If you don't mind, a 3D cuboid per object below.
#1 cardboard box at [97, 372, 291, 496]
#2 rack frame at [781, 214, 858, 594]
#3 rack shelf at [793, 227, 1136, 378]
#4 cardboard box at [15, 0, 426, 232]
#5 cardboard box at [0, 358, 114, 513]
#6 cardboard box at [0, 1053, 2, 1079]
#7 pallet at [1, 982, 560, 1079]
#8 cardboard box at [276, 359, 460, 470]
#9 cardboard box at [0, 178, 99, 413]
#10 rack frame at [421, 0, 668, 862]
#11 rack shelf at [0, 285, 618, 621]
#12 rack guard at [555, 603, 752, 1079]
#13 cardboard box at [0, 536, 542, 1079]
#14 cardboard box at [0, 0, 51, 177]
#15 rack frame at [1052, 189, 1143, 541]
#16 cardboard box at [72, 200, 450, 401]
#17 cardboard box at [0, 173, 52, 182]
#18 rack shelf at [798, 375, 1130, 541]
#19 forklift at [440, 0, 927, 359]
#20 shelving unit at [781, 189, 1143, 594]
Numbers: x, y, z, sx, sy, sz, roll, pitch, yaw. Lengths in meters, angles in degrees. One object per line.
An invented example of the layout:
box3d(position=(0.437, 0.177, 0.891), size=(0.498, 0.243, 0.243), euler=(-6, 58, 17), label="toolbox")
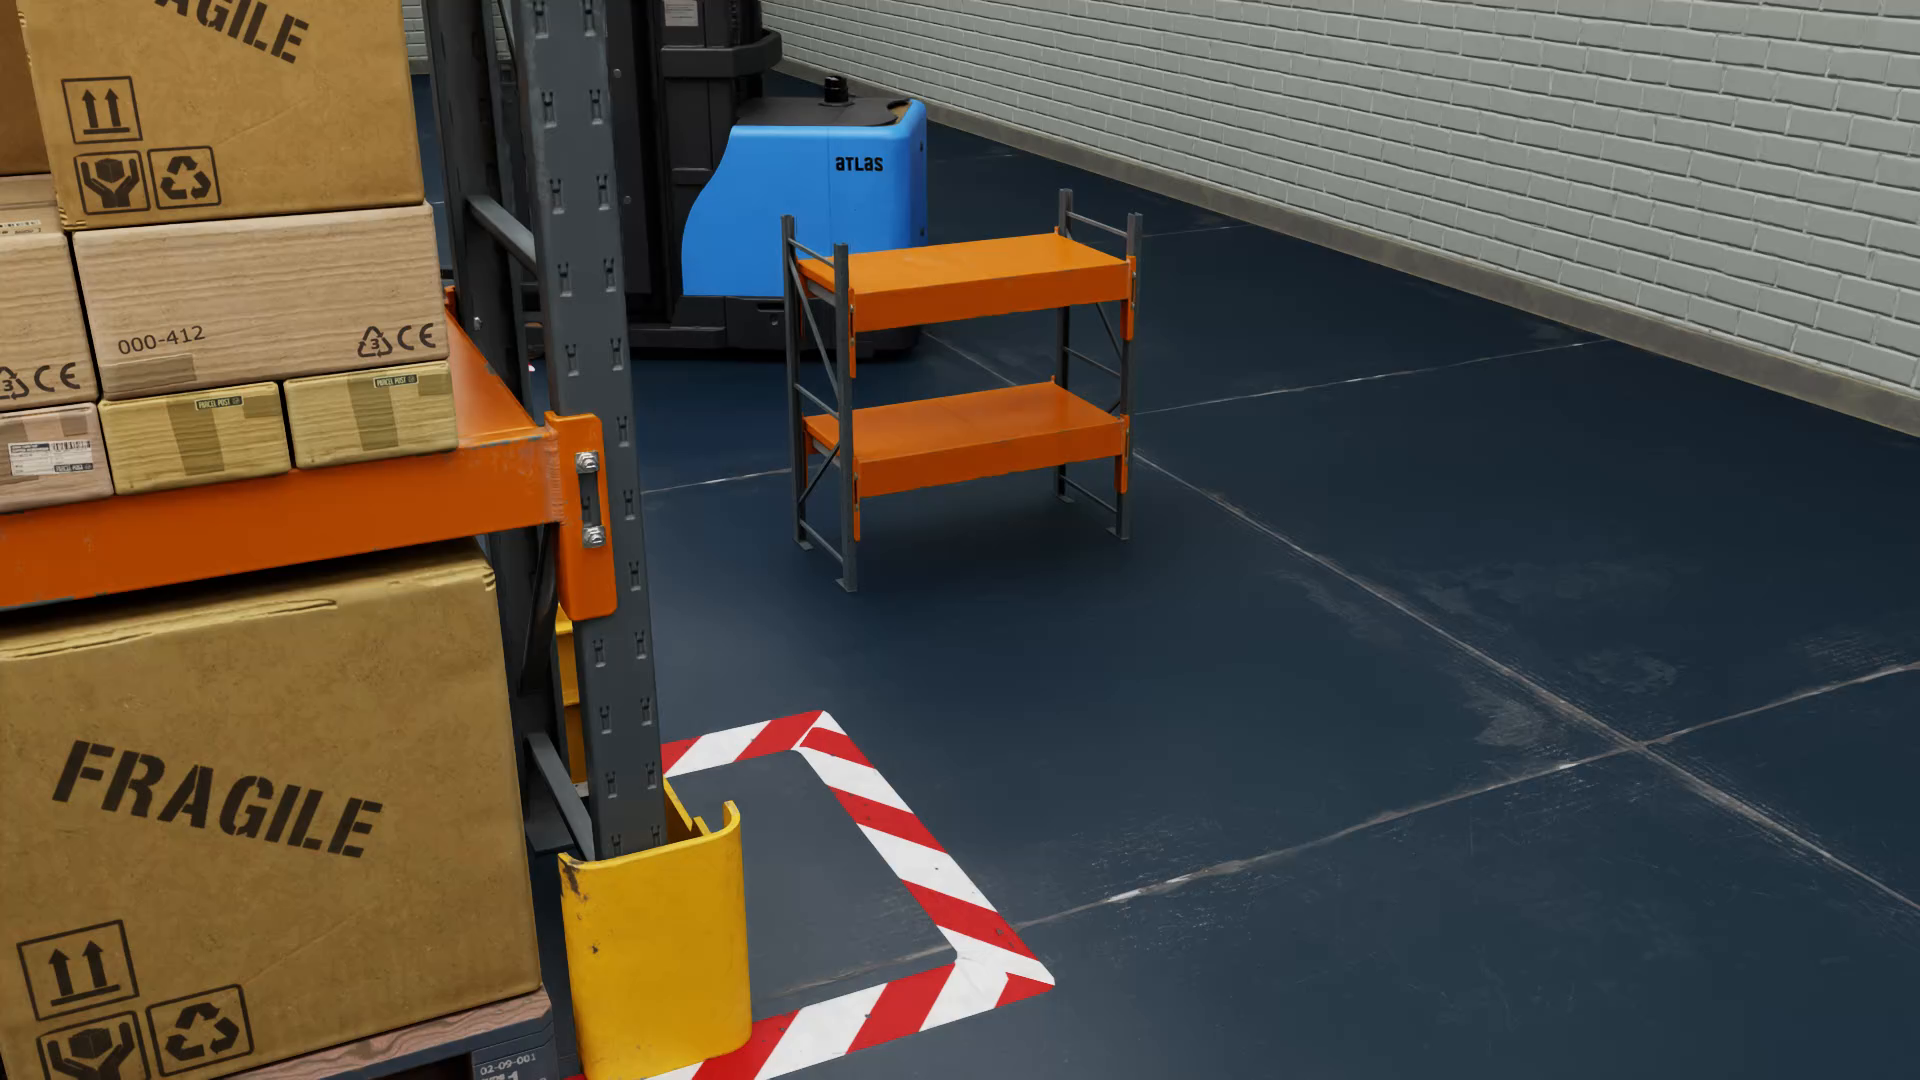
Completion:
box3d(position=(-1.238, -0.218, 2.682), size=(0.250, 0.149, 0.380), euler=(-10, 25, -23), label="cardboard box")
box3d(position=(-0.452, -0.437, 5.334), size=(0.032, 1.125, 0.500), euler=(-10, 25, -24), label="rack frame")
box3d(position=(0.006, -0.791, 5.426), size=(1.000, 0.278, 0.538), euler=(-10, 25, -24), label="rack shelf")
box3d(position=(-1.151, -0.793, 2.571), size=(0.500, 0.500, 0.500), euler=(-10, 25, -23), label="cardboard box")
box3d(position=(-1.466, -0.176, 2.582), size=(0.250, 0.149, 0.380), euler=(-10, 25, -23), label="cardboard box")
box3d(position=(-2.188, 0.523, 2.795), size=(0.875, 0.875, 0.875), euler=(-10, 25, -24), label="cardboard box")
box3d(position=(-1.513, 0.898, 3.304), size=(1.213, 0.211, 1.003), euler=(-10, 25, -24), label="pallet")
box3d(position=(-1.004, -0.261, 2.788), size=(0.250, 0.149, 0.380), euler=(-10, 24, -23), label="cardboard box")
box3d(position=(-1.605, -0.362, 2.510), size=(0.500, 0.250, 0.500), euler=(-11, 25, -25), label="cardboard box")
box3d(position=(-0.826, -0.550, 3.156), size=(0.127, 3.000, 1.000), euler=(-10, 25, -24), label="rack frame")
box3d(position=(-2.628, 0.114, 2.493), size=(4.000, 0.370, 1.077), euler=(-10, 25, -24), label="rack shelf")
box3d(position=(-0.805, 0.601, 3.644), size=(0.348, 0.500, 1.175), euler=(-10, 25, -24), label="rack guard")
box3d(position=(-1.368, 0.372, 3.159), size=(0.875, 0.875, 0.875), euler=(-10, 25, -24), label="cardboard box")
box3d(position=(-1.826, -0.895, 2.817), size=(0.500, 0.500, 0.500), euler=(-11, 25, -25), label="cardboard box")
box3d(position=(0.464, -0.605, 5.741), size=(0.032, 1.125, 0.500), euler=(-10, 25, -24), label="rack frame")
box3d(position=(-1.148, -0.446, 2.713), size=(0.500, 0.250, 0.500), euler=(-11, 25, -24), label="cardboard box")
box3d(position=(-1.841, -0.543, 2.947), size=(0.500, 0.250, 0.500), euler=(-11, 25, -24), label="cardboard box")
box3d(position=(0.006, -0.295, 5.631), size=(1.000, 0.278, 0.538), euler=(-10, 25, -24), label="rack shelf")
box3d(position=(-1.692, -2.401, 7.718), size=(3.031, 2.935, 1.130), euler=(1, 23, 4), label="forklift")
box3d(position=(0.006, -0.521, 5.538), size=(1.048, 1.125, 0.538), euler=(-10, 25, -24), label="shelving unit")
